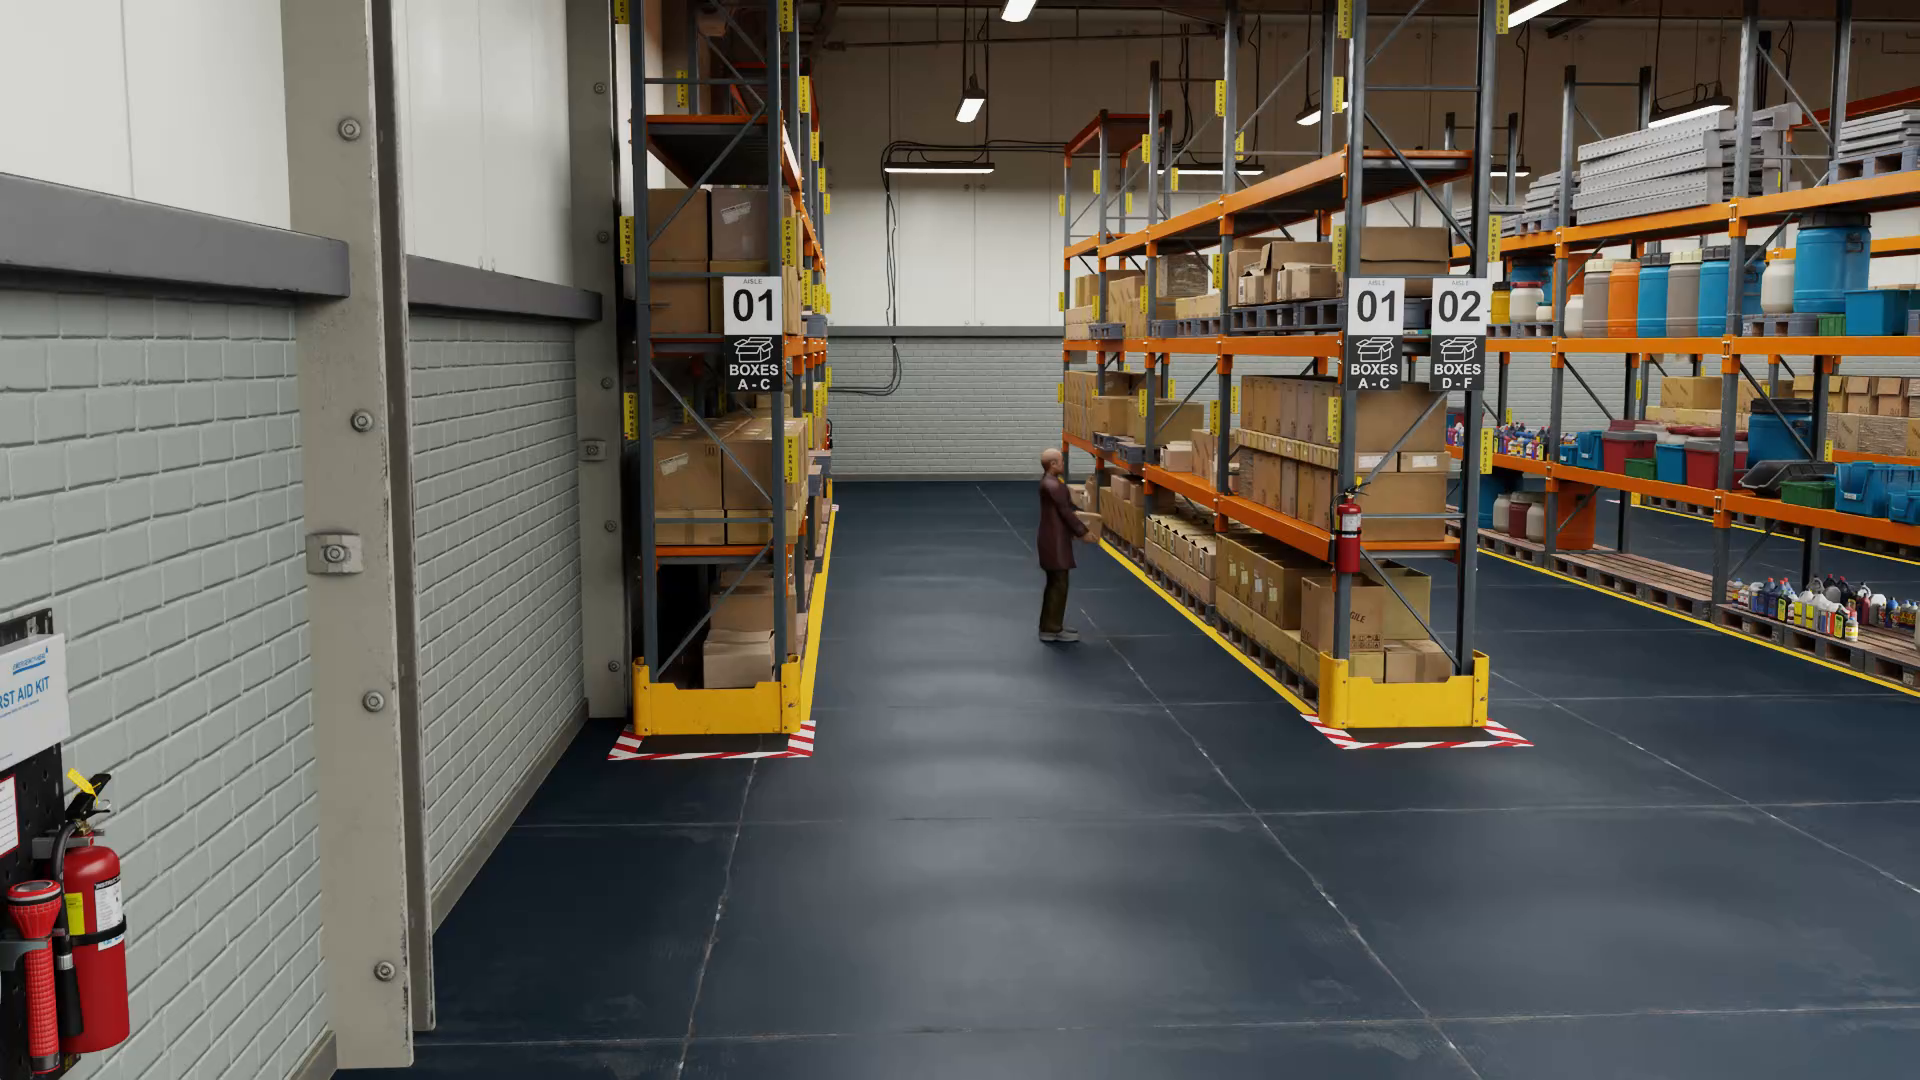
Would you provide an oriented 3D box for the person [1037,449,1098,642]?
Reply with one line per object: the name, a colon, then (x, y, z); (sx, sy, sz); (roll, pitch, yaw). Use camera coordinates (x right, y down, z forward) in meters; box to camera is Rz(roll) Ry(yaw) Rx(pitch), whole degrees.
person: (0.992, 0.040, 15.476); (0.545, 1.779, 0.524); (0, 7, -4)
